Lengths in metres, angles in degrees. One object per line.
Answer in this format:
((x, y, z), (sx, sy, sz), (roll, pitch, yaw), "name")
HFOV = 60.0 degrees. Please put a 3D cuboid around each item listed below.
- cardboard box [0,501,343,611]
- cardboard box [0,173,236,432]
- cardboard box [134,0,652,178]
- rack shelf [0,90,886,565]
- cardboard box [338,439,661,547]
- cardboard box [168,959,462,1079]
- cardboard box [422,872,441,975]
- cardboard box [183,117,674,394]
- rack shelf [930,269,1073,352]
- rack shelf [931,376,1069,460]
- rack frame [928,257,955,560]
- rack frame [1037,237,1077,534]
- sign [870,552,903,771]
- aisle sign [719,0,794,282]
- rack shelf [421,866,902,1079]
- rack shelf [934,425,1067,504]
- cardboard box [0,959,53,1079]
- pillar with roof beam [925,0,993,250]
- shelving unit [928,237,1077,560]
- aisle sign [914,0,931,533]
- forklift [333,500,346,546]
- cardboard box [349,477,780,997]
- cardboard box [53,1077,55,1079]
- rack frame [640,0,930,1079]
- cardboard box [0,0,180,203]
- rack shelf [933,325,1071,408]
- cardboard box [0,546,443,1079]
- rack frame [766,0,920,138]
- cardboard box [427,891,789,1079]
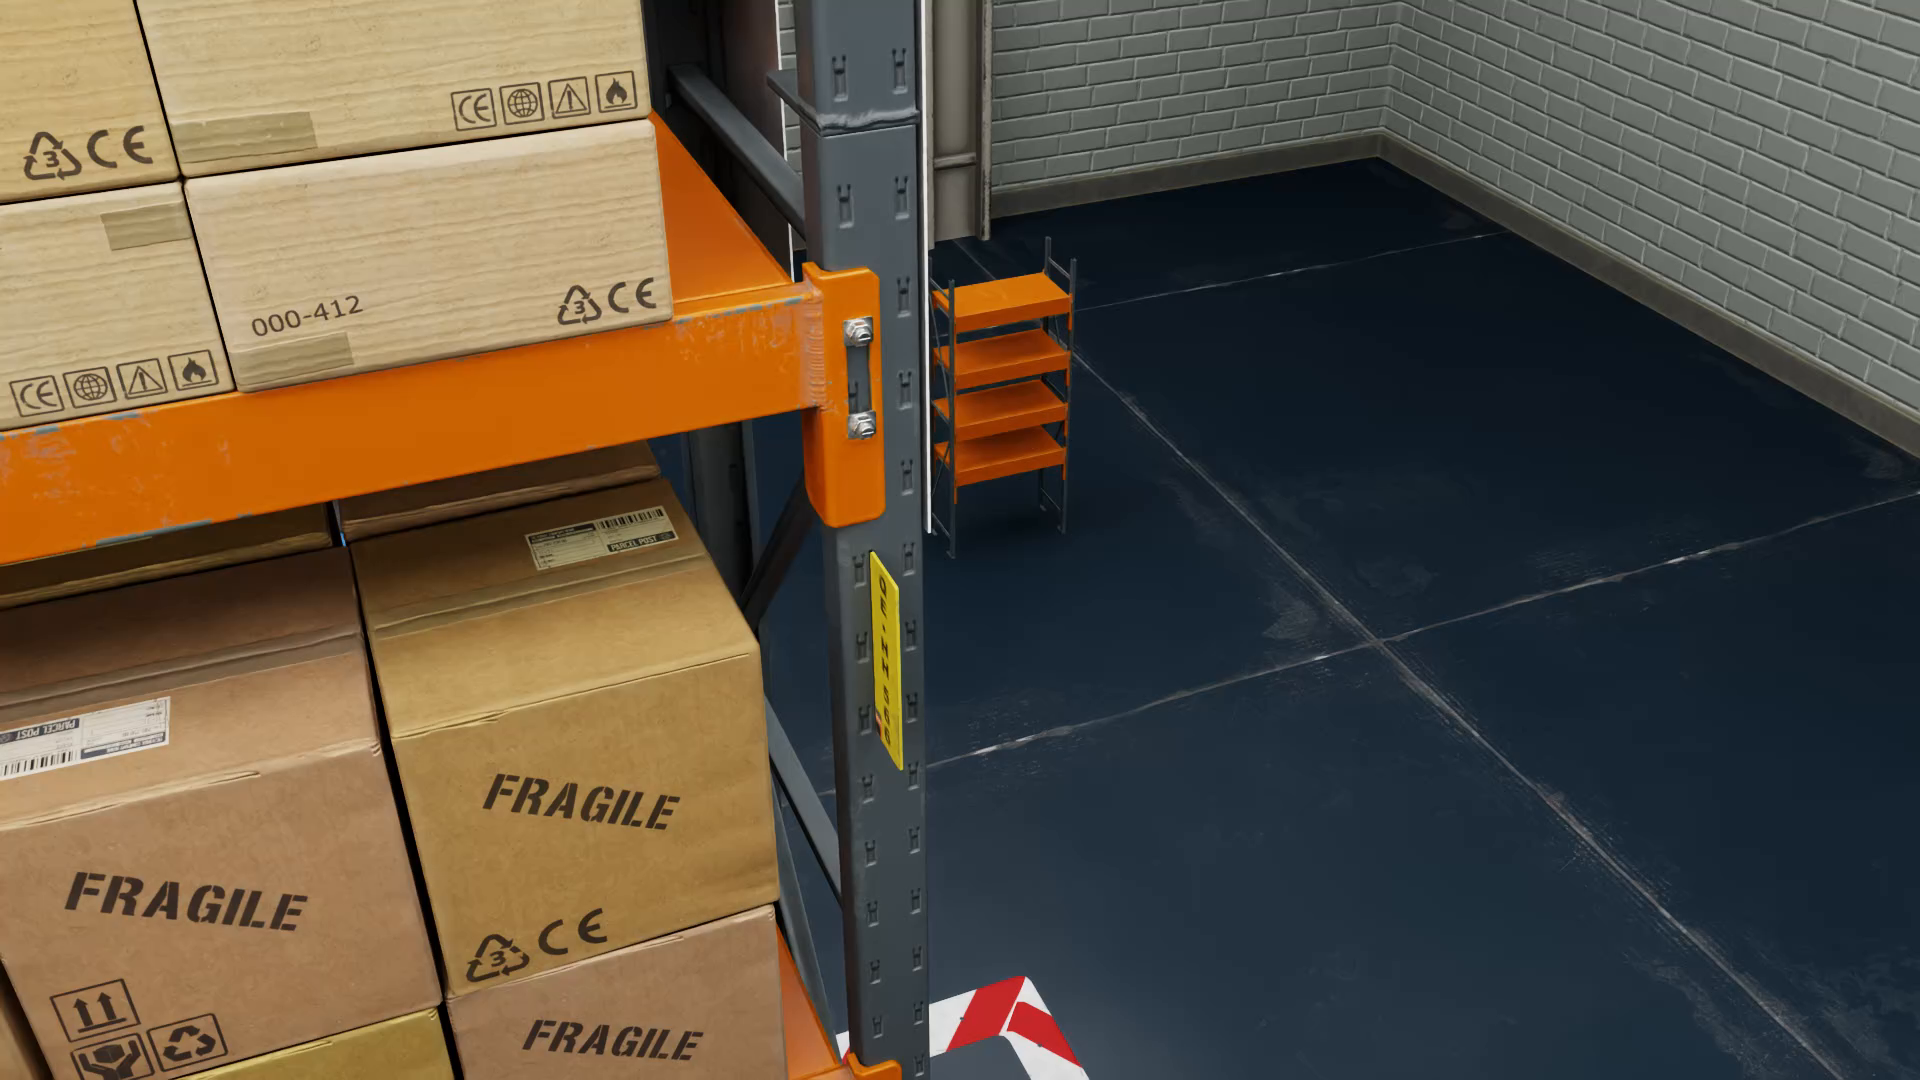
((-1.291, 0.125, 2.798), (0.500, 0.500, 0.500), (-13, 35, -18), "cardboard box")
((-1.138, -0.342, 1.913), (0.500, 0.250, 0.500), (-13, 35, -19), "cardboard box")
((-0.676, -0.656, 1.937), (0.500, 0.250, 0.500), (-13, 35, -19), "cardboard box")
((-2.145, -0.022, 1.943), (4.000, 0.370, 1.077), (-13, 35, -19), "rack shelf")
((-0.812, 0.011, 2.974), (0.500, 0.500, 0.500), (-12, 35, -17), "cardboard box")
((-1.085, 0.812, 2.660), (0.500, 0.500, 0.500), (-13, 35, -19), "cardboard box")
((-1.286, 0.542, 3.075), (0.500, 0.500, 0.500), (-13, 35, -19), "cardboard box")
((-0.673, -0.442, 2.067), (0.500, 0.250, 0.500), (-13, 35, -19), "cardboard box")
((0.153, -0.867, 6.262), (0.480, 0.148, 0.258), (-13, 35, -19), "rack shelf")
((0.153, -0.481, 6.513), (0.480, 0.148, 0.258), (-13, 35, -19), "rack shelf")
((-0.072, -0.486, 6.397), (0.015, 1.200, 0.240), (-13, 35, -19), "rack frame")
((0.378, -0.589, 6.556), (0.015, 1.200, 0.240), (-13, 35, -19), "rack frame")
((-0.105, 0.177, 2.377), (0.005, 0.325, 0.100), (-13, 35, -19), "sign")
((-0.352, -0.741, 2.754), (0.004, 0.787, 0.394), (-13, 35, -19), "aisle sign")
((-2.145, 1.235, 2.761), (4.000, 0.370, 1.077), (-13, 35, -19), "rack shelf")
((0.153, -0.315, 6.621), (0.480, 0.148, 0.258), (-13, 35, -19), "rack shelf")
((-1.547, 0.501, 2.221), (0.500, 0.500, 0.500), (-12, 35, -18), "cardboard box")
((1.599, -3.334, 3.623), (0.400, 9.000, 9.100), (-13, 35, -19), "pillar with roof beam")
((0.153, -0.538, 6.476), (0.503, 1.200, 0.258), (-13, 35, -19), "shelving unit")
((-0.119, -0.439, 2.291), (0.004, 0.787, 0.394), (-13, 35, -19), "aisle sign")
((-3.030, -0.305, 4.532), (3.031, 2.935, 1.130), (-14, 36, -21), "forklift")
((-0.605, 0.282, 2.557), (0.500, 0.500, 0.500), (-13, 35, -19), "cardboard box")
((-1.548, 0.914, 2.502), (0.500, 0.500, 0.500), (-13, 35, -19), "cardboard box")
((-0.301, 0.511, 3.214), (0.127, 3.000, 1.000), (-13, 35, -19), "rack frame")
((-1.137, -0.550, 1.774), (0.500, 0.250, 0.500), (-13, 35, -19), "cardboard box")
((0.153, -0.669, 6.391), (0.480, 0.148, 0.258), (-13, 35, -19), "rack shelf")
((-1.070, 0.389, 2.393), (0.500, 0.500, 0.500), (-12, 35, -18), "cardboard box")
((-0.301, -2.004, 1.578), (0.127, 3.000, 1.000), (-13, 35, -19), "rack frame")
((-0.608, 0.701, 2.831), (0.500, 0.500, 0.500), (-12, 35, -17), "cardboard box")
